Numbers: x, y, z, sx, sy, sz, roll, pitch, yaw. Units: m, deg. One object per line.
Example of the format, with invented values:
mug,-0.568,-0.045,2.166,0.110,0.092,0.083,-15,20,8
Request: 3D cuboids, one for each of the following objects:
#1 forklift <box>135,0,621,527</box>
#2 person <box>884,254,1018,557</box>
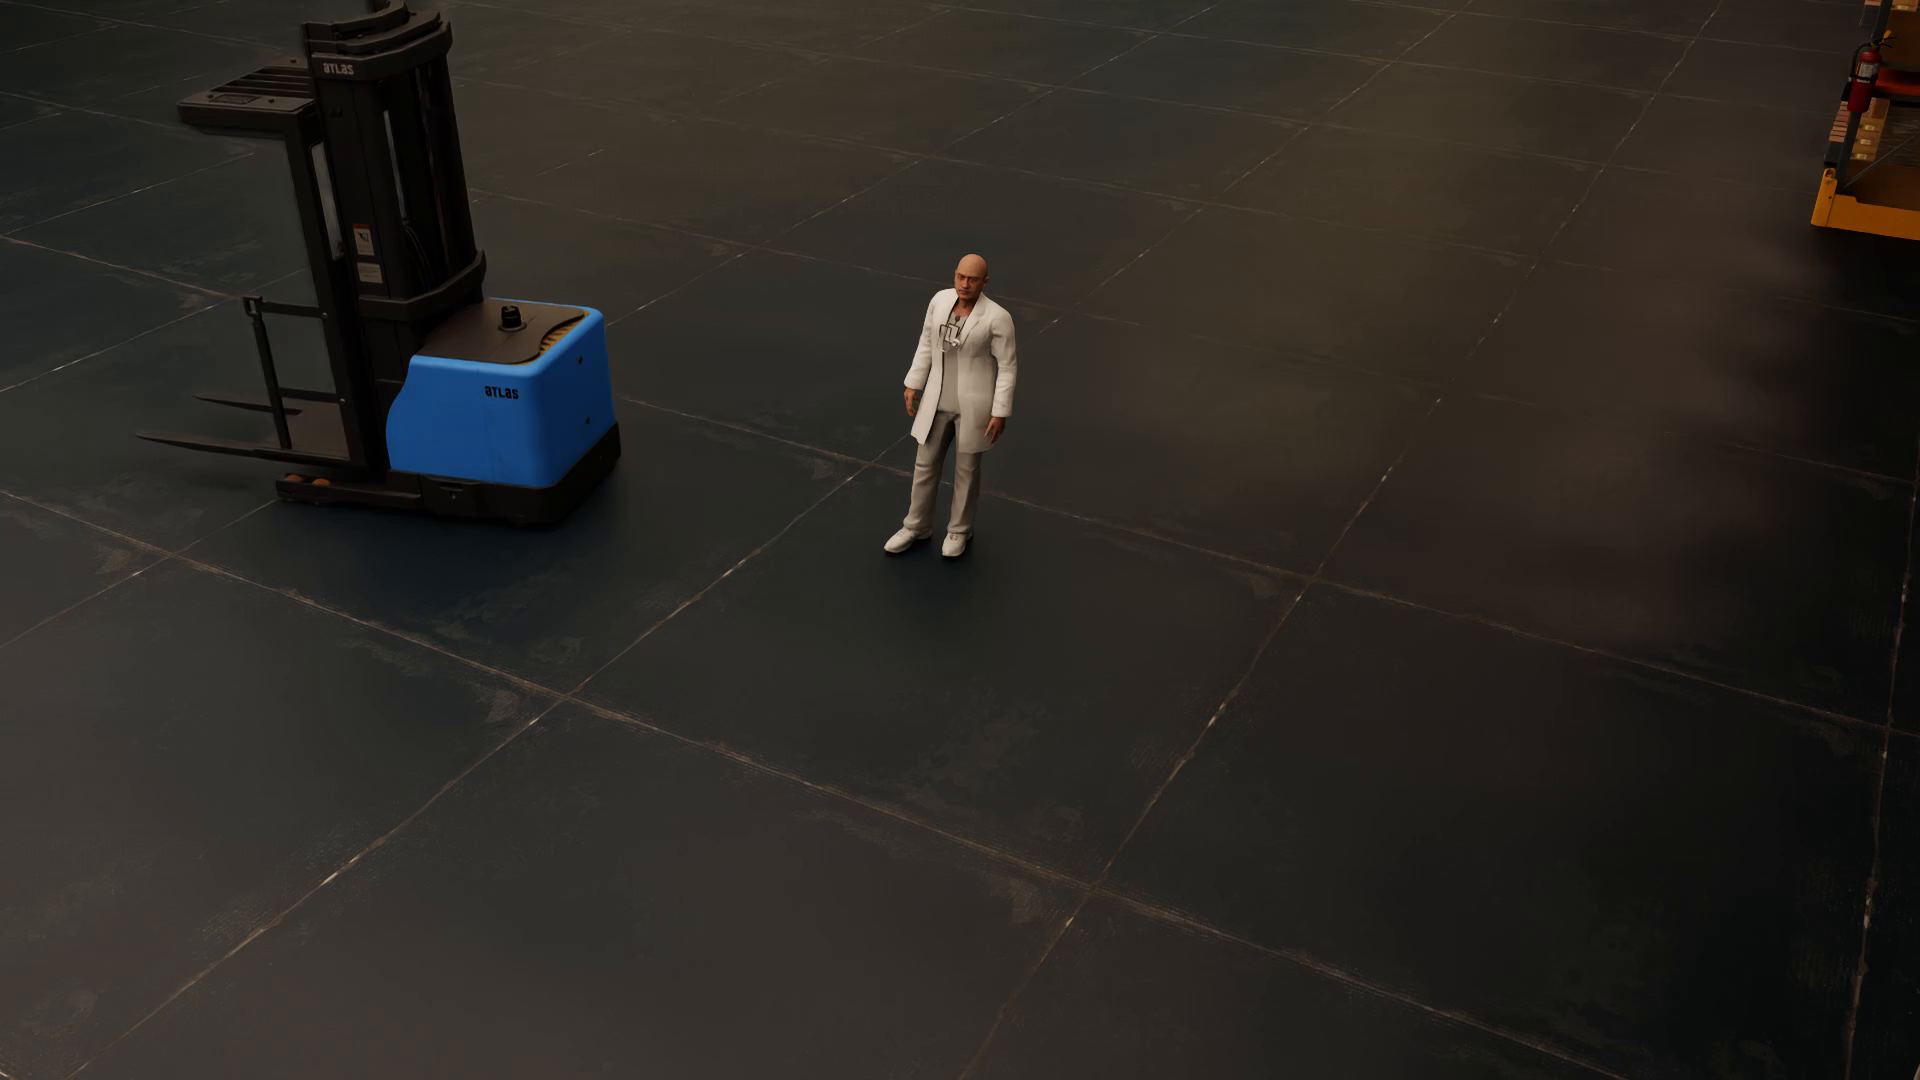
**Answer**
forklift,-3.779,-1.732,10.072,3.031,2.935,1.130,7,31,12
person,-0.048,-0.738,9.489,0.696,1.776,0.581,15,33,25
